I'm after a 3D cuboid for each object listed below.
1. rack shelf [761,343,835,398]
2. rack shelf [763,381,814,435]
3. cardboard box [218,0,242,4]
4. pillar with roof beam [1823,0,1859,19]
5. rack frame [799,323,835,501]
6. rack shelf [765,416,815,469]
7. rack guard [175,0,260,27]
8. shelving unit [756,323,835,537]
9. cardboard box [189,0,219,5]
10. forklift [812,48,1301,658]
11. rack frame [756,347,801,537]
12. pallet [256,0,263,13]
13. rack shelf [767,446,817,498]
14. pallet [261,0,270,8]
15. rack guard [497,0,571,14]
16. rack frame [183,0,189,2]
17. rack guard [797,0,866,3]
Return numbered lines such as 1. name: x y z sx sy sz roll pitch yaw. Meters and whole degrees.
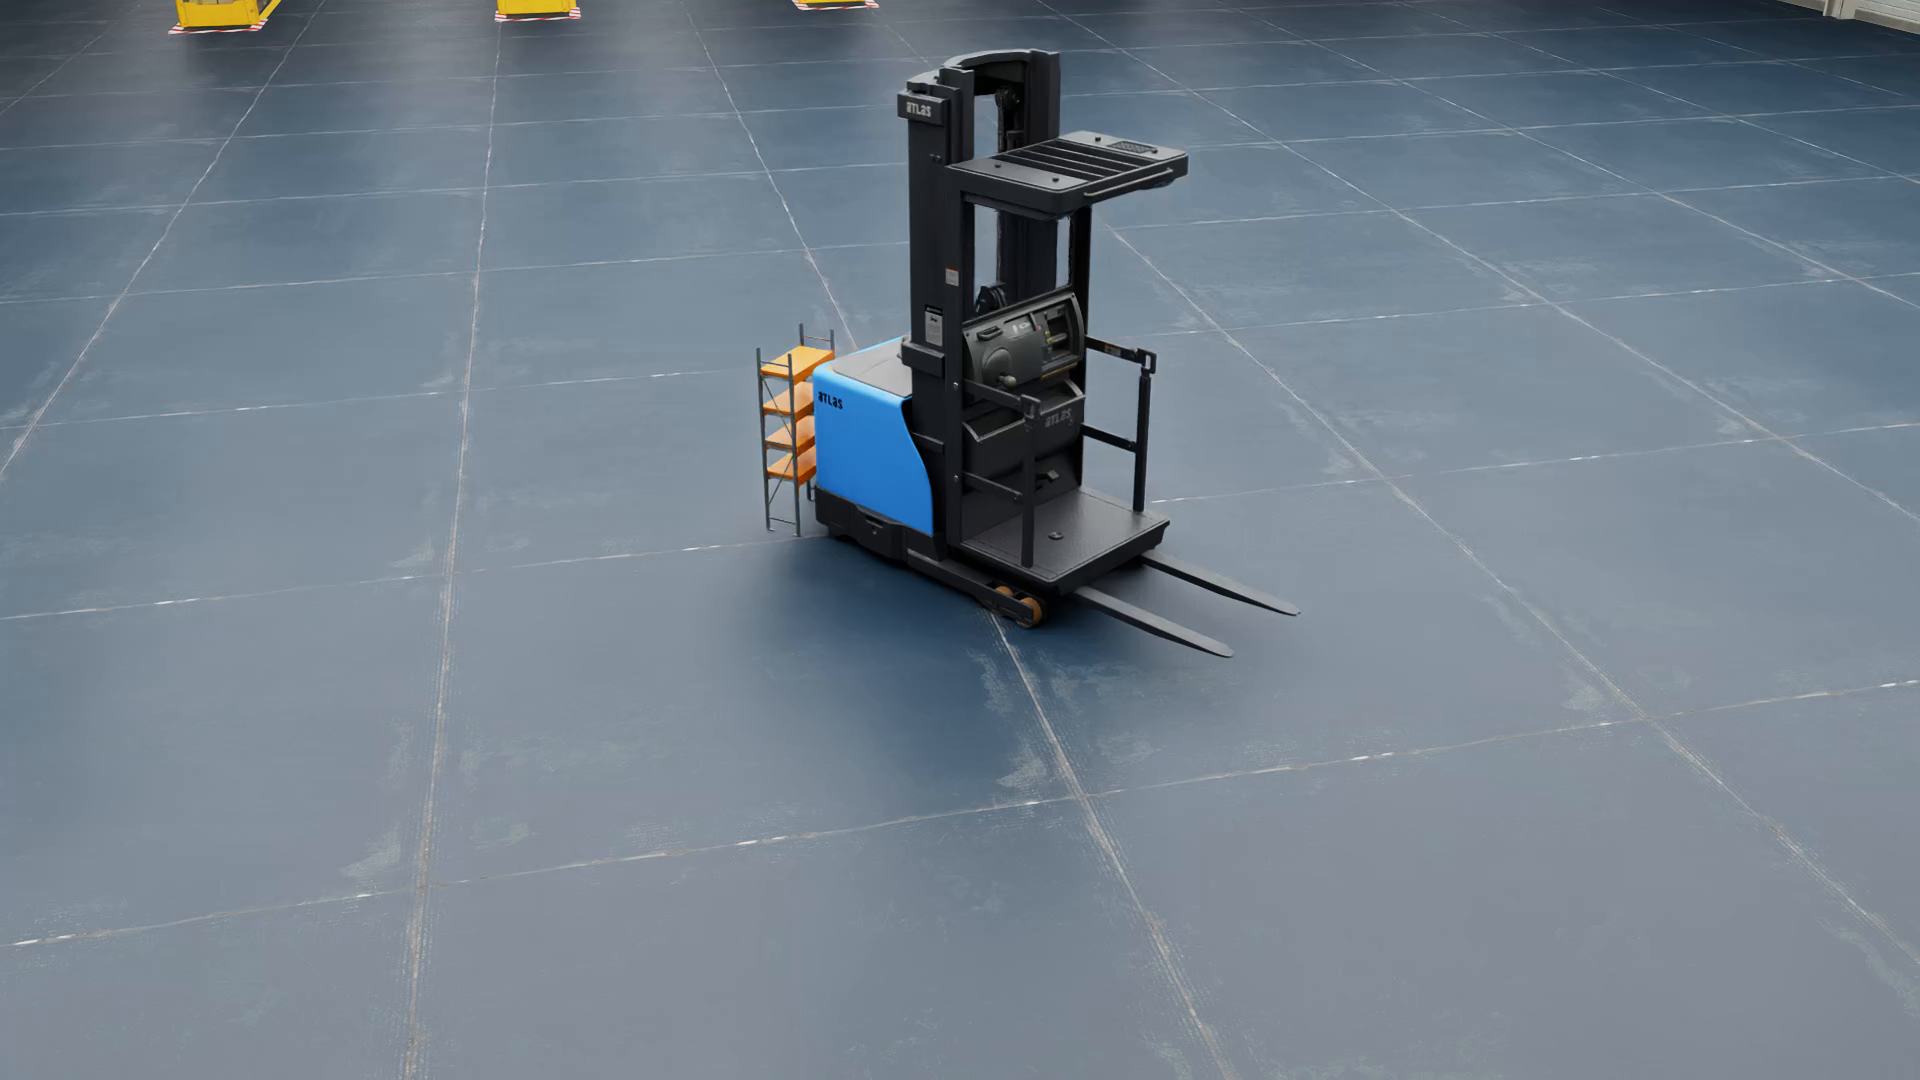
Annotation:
1. rack shelf: -0.989 -1.030 10.086 0.258 0.148 0.480 13 29 23
2. rack shelf: -0.989 -0.818 10.193 0.258 0.148 0.480 13 29 23
3. cardboard box: -11.749 -8.830 27.001 0.500 0.250 0.500 -6 27 -12
4. pillar with roof beam: 10.177 -12.133 24.301 9.100 9.000 0.400 -6 27 -12
5. rack frame: -0.880 -0.777 10.458 0.240 1.200 0.015 13 29 23
6. rack shelf: -0.989 -0.619 10.293 0.258 0.148 0.480 13 29 23
7. rack guard: -11.839 -8.486 26.508 1.175 0.500 0.348 -6 27 -12
8. shelving unit: -0.989 -0.679 10.263 0.258 1.200 0.503 13 29 23
9. cardboard box: -12.254 -8.778 26.897 0.500 0.250 0.500 -6 27 -12
10. forklift: 0.517 -1.084 9.144 3.031 2.935 1.130 23 35 38
11. rack frame: -1.098 -0.580 10.068 0.240 1.200 0.015 13 29 23
12. pallet: -12.058 -8.699 27.250 1.003 0.211 1.213 -6 27 -12
13. rack shelf: -0.989 -0.441 10.383 0.258 0.148 0.480 13 29 23
14. pallet: -12.329 -9.233 28.309 1.003 0.211 1.213 -6 27 -12
15. rack guard: -7.081 -9.026 27.578 1.175 0.500 0.348 -6 27 -12
16. rack frame: -11.845 -9.612 25.965 1.000 3.000 0.127 -6 27 -12
17. rack guard: -2.210 -9.534 28.584 1.175 0.500 0.348 -6 27 -12
